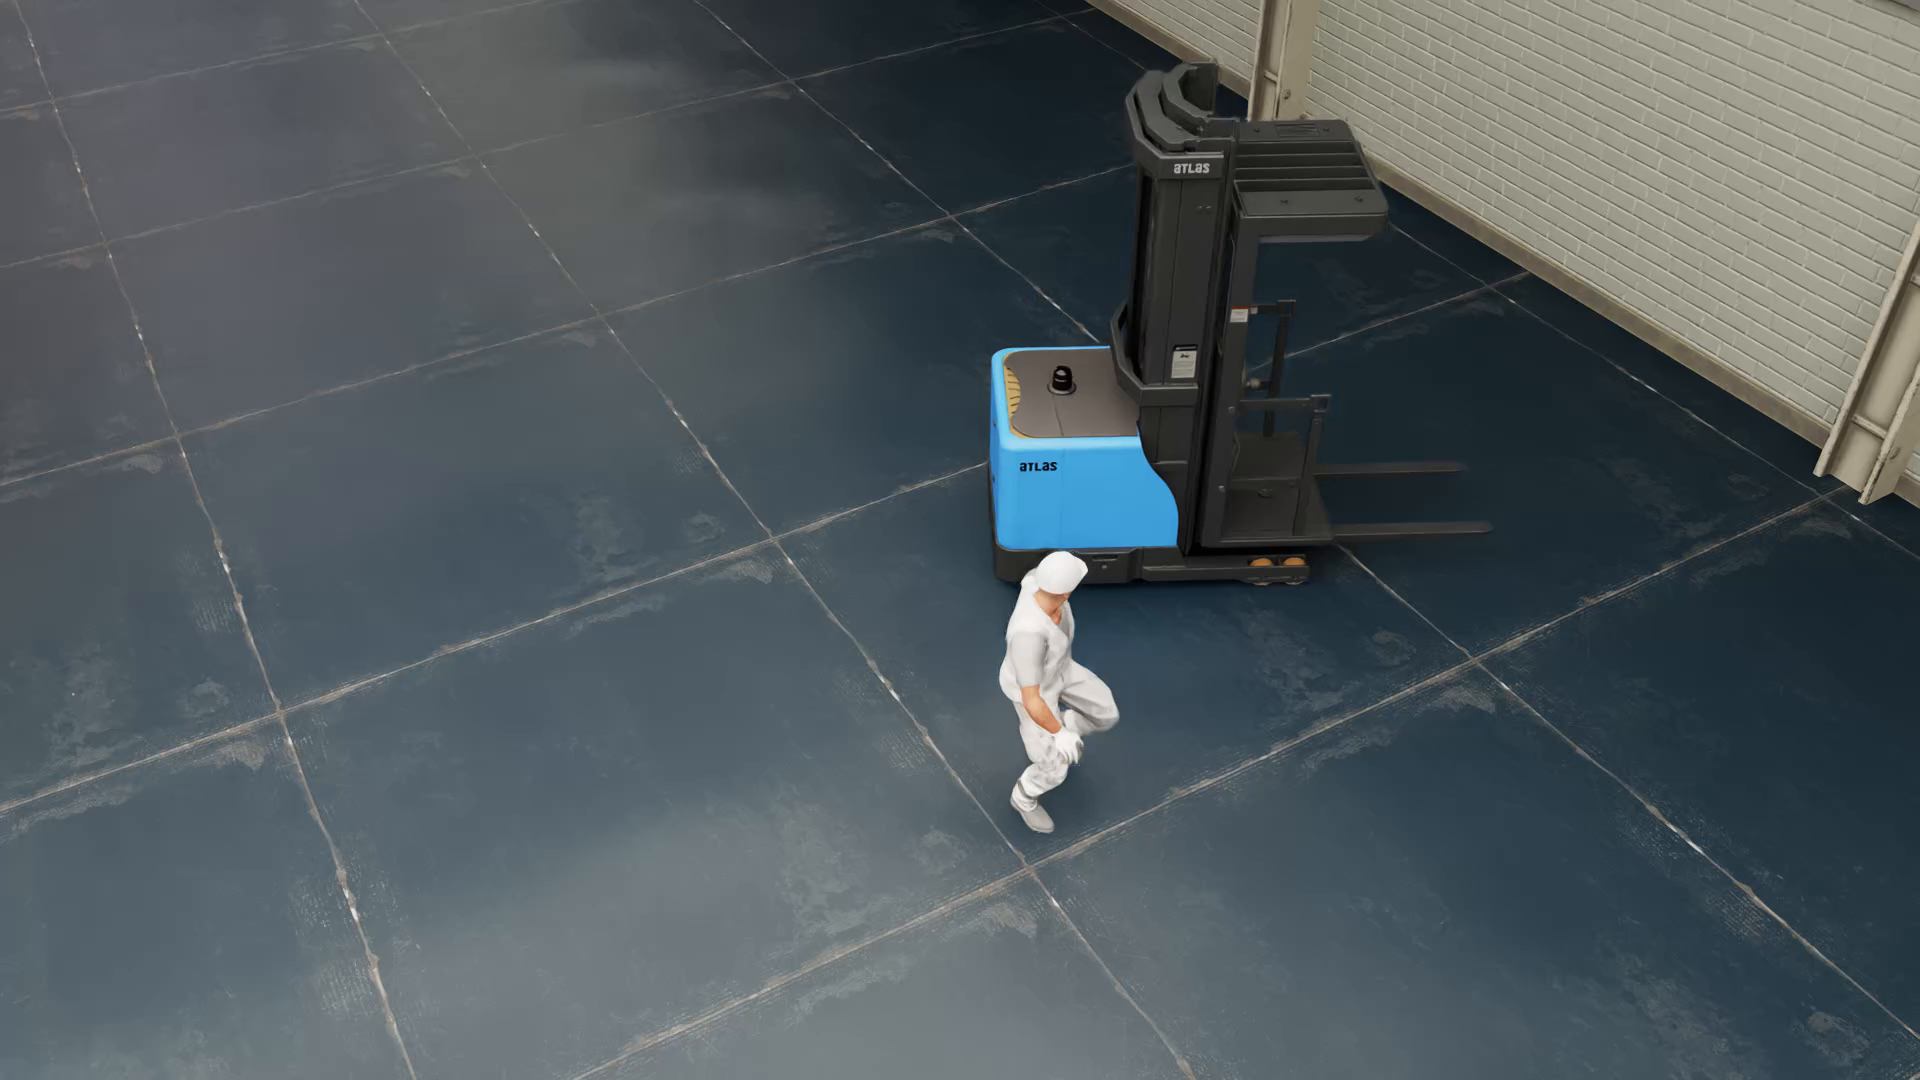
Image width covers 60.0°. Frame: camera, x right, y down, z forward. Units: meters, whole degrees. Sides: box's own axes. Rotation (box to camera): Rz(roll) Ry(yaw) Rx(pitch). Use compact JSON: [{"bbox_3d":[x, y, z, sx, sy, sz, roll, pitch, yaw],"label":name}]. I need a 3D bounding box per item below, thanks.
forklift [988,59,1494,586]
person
[{"bbox_3d":[1.707,-1.192,9.474,3.031,2.935,1.130,-1,40,-2],"label":"forklift"},{"bbox_3d":[0.470,0.693,8.195,0.621,1.676,0.831,21,44,23],"label":"person"}]
